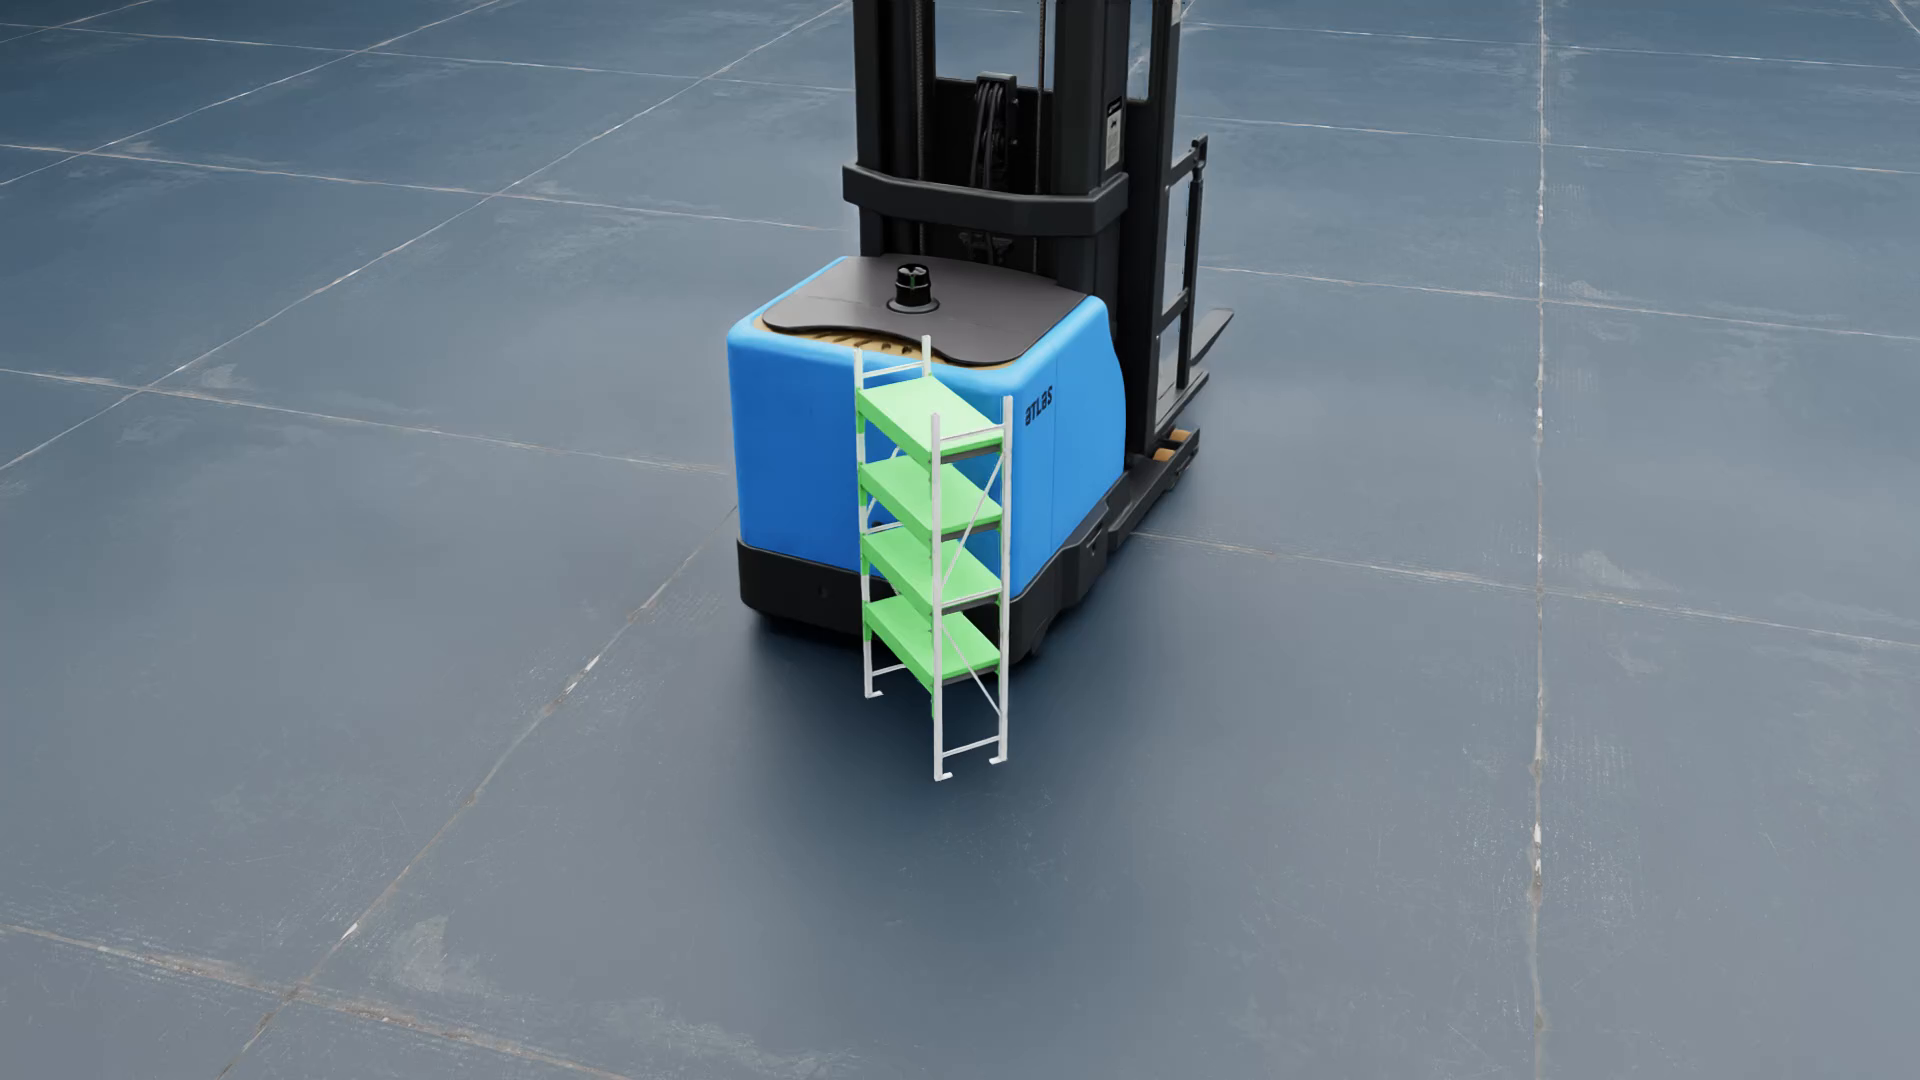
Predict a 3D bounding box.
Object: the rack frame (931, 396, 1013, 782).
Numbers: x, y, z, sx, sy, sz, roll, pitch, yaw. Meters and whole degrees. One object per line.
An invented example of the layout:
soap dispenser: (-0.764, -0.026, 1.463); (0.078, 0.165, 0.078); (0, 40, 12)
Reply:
rack frame: (0.032, 0.165, 4.719); (0.240, 1.200, 0.015); (-14, 32, -24)

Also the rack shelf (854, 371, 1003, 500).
rack shelf: (-0.082, -0.303, 4.705); (0.258, 0.148, 0.480); (-14, 32, -24)

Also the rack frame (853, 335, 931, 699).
rack frame: (-0.196, -0.045, 5.096); (0.240, 1.200, 0.015); (-14, 32, -24)

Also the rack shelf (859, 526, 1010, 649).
rack shelf: (-0.082, 0.116, 4.938); (0.258, 0.148, 0.480); (-14, 32, -24)

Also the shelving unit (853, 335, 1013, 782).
shelving unit: (-0.082, 0.060, 4.907); (0.258, 1.200, 0.503); (-14, 32, -24)

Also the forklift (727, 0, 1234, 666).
forklift: (0.324, -1.561, 6.041); (1.130, 2.935, 3.031); (13, 32, 22)

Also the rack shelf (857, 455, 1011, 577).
rack shelf: (-0.082, -0.094, 4.822); (0.258, 0.148, 0.480); (-14, 32, -24)

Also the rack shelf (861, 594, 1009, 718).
rack shelf: (-0.082, 0.326, 5.055); (0.258, 0.148, 0.480); (-14, 32, -24)
